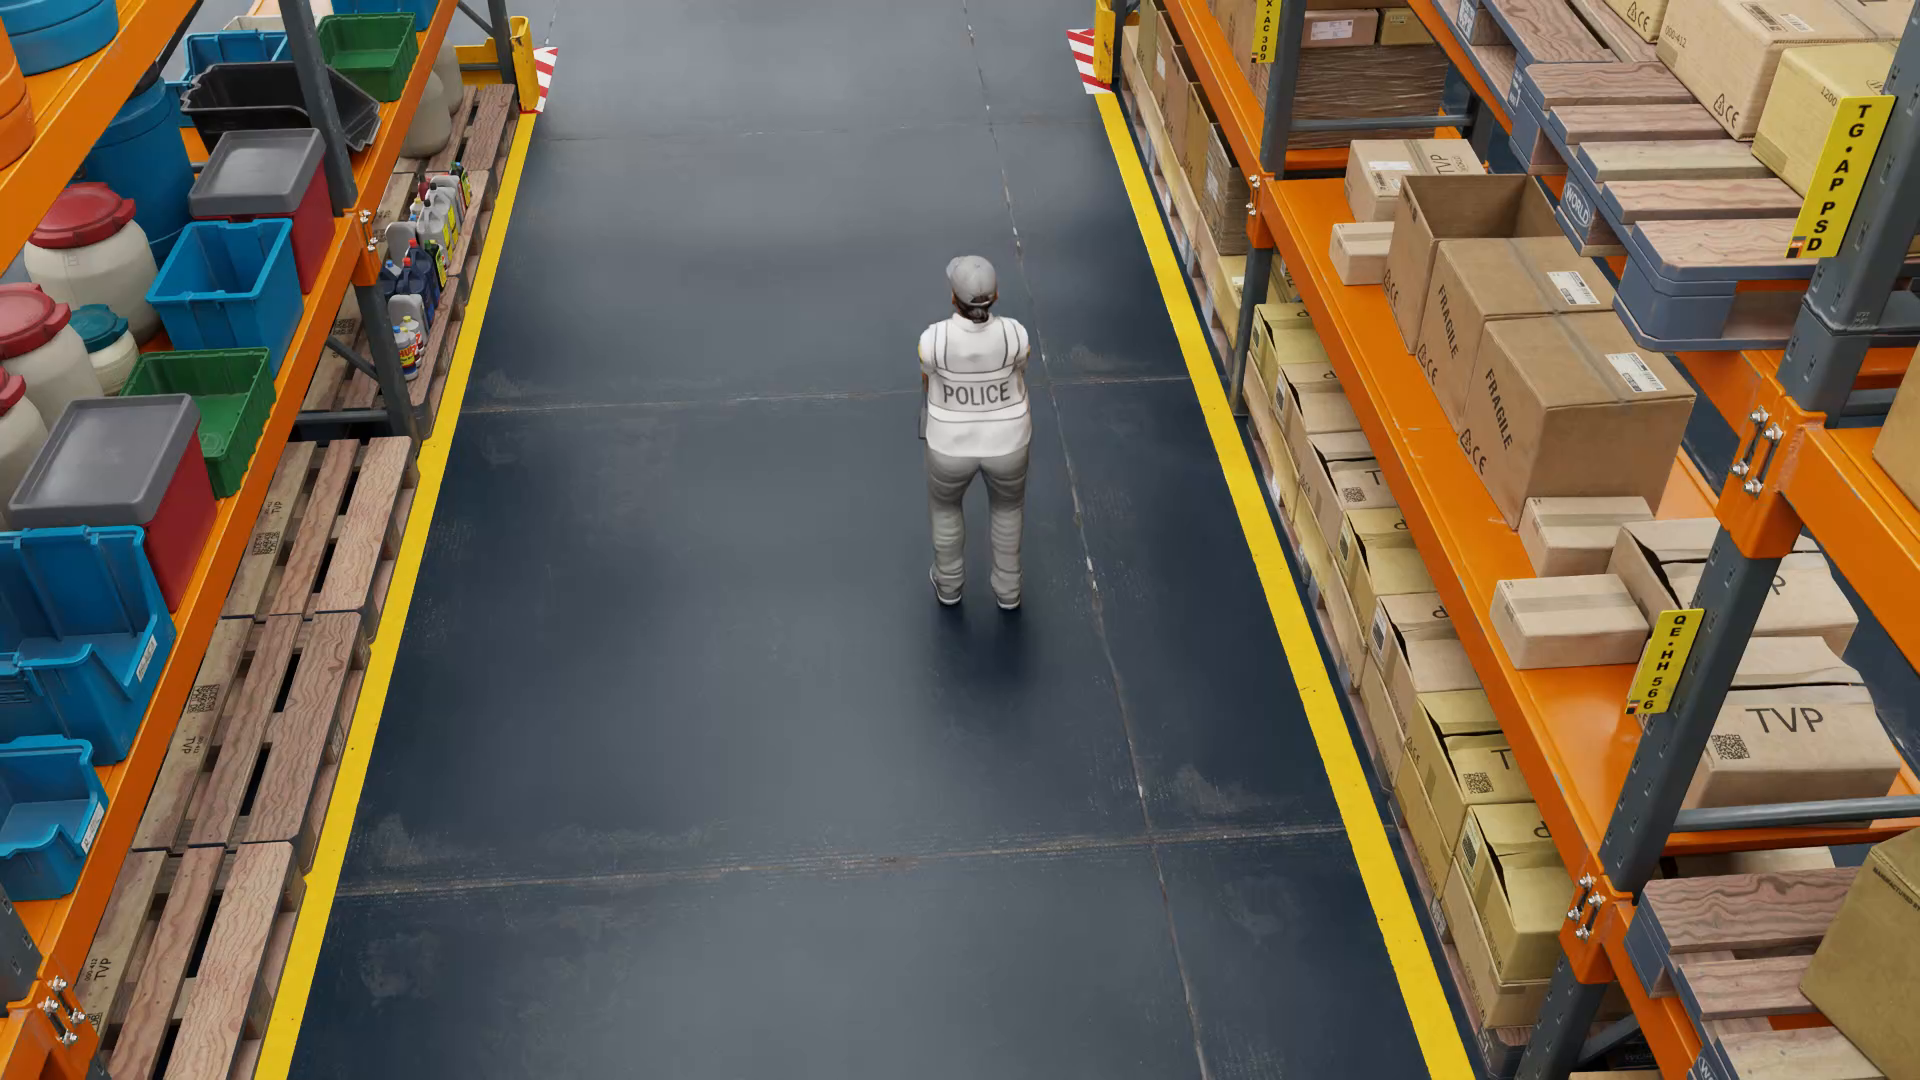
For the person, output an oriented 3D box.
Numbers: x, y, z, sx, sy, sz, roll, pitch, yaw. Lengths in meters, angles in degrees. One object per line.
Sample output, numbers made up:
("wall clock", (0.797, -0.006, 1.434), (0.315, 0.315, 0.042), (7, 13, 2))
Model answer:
("person", (0.051, -0.440, 6.697), (0.452, 1.663, 0.542), (-4, 39, -4))
